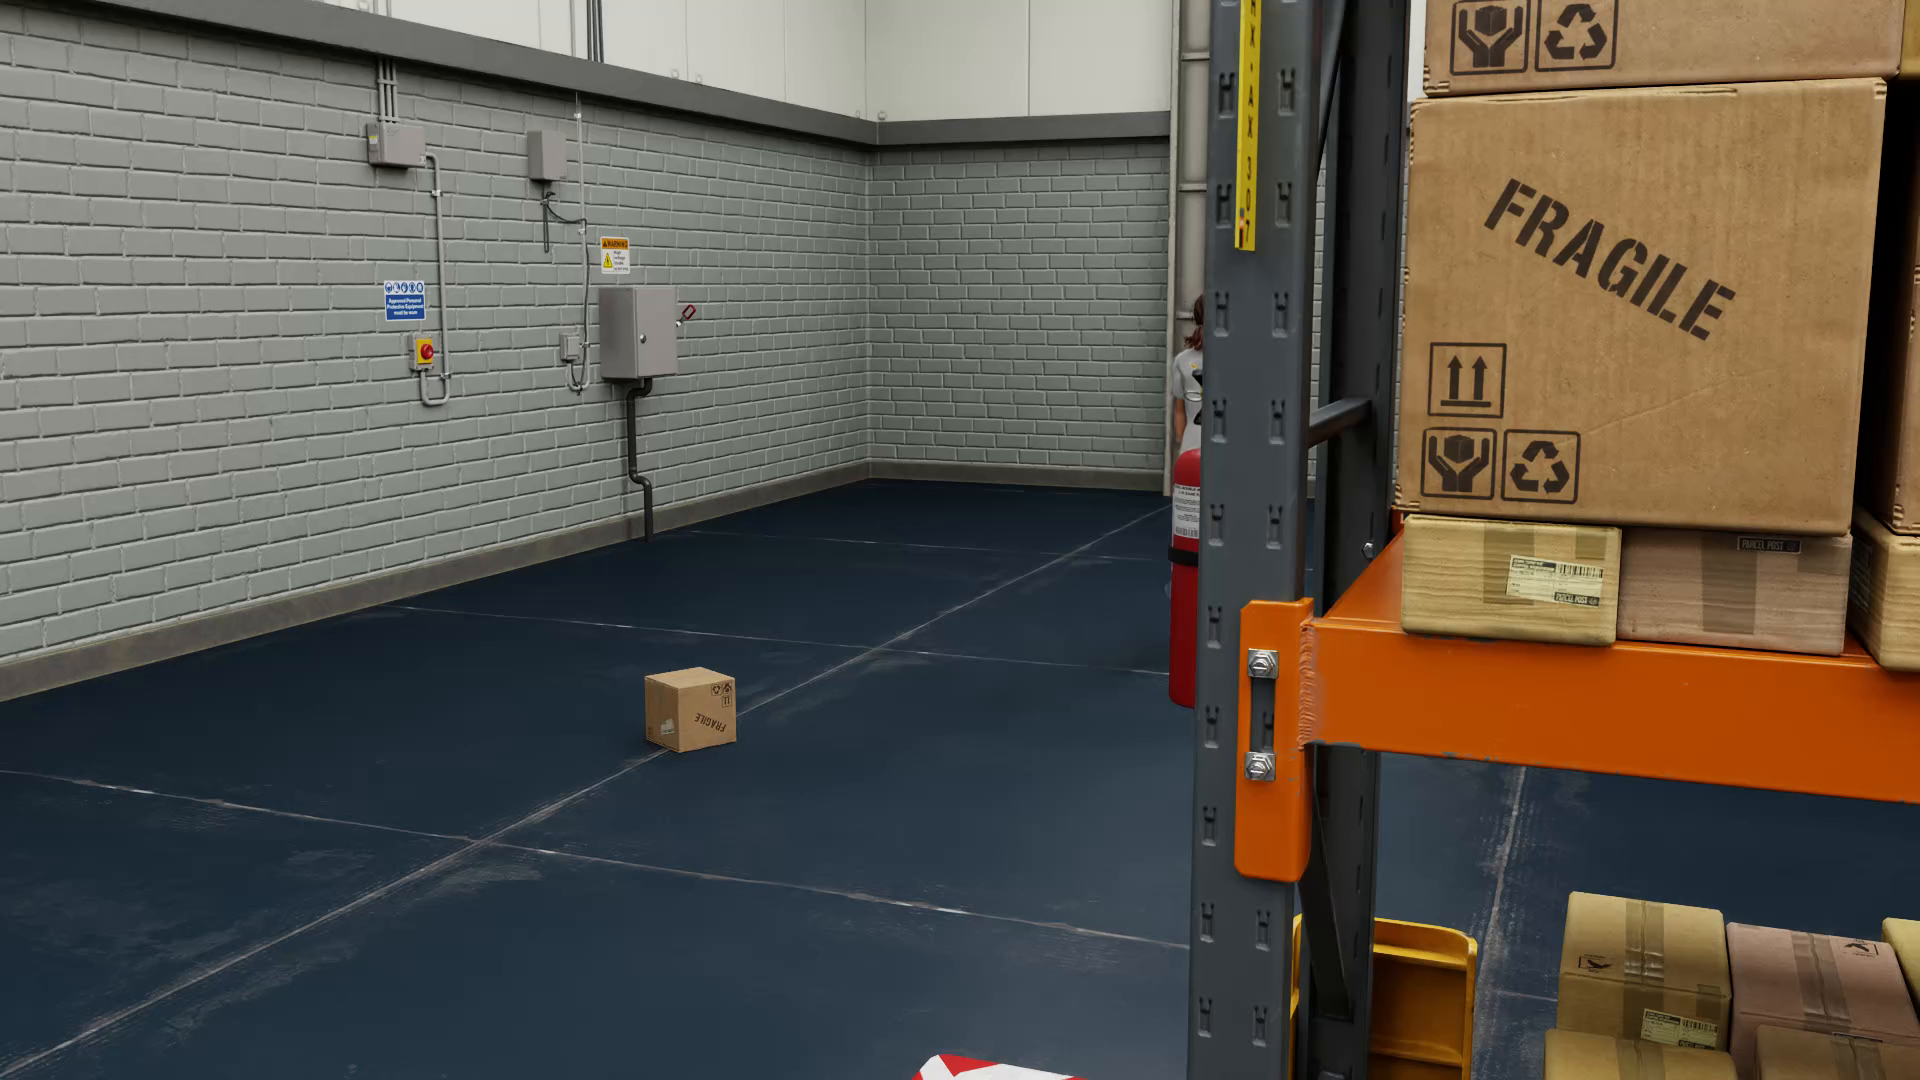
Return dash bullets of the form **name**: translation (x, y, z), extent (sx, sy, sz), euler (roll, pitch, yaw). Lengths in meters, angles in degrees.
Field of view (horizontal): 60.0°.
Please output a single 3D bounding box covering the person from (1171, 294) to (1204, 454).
- **person**: translation (1.264, -0.369, 8.108), extent (0.472, 1.678, 0.459), euler (8, 12, 40)
